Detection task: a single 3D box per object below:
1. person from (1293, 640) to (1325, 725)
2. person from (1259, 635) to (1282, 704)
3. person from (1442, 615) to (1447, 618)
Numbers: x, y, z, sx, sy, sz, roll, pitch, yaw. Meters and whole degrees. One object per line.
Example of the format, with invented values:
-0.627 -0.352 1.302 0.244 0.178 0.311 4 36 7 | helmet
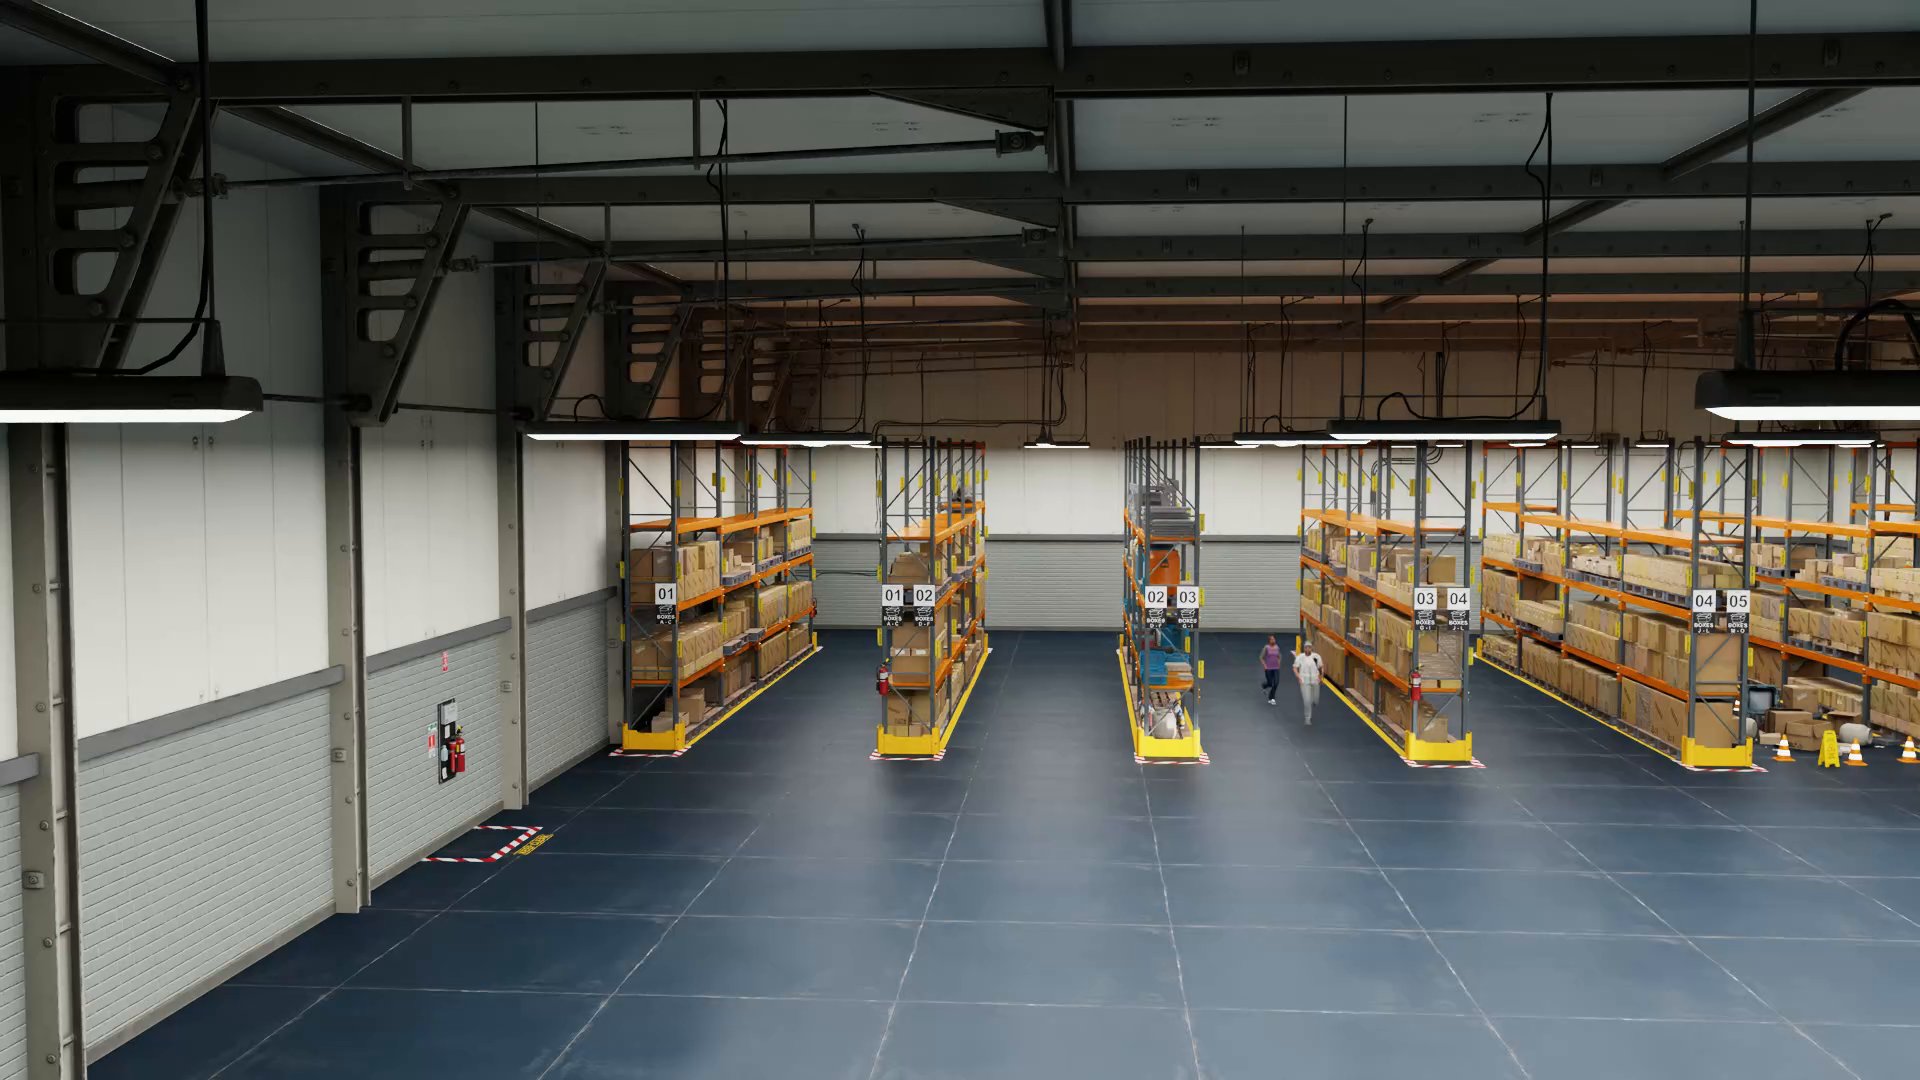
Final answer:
7.355 2.983 35.049 0.658 1.763 0.568 0 3 5 | person
7.067 2.931 37.806 0.537 1.561 0.590 -1 3 -10 | person
13.024 2.602 43.863 0.719 1.588 0.934 0 3 8 | person
